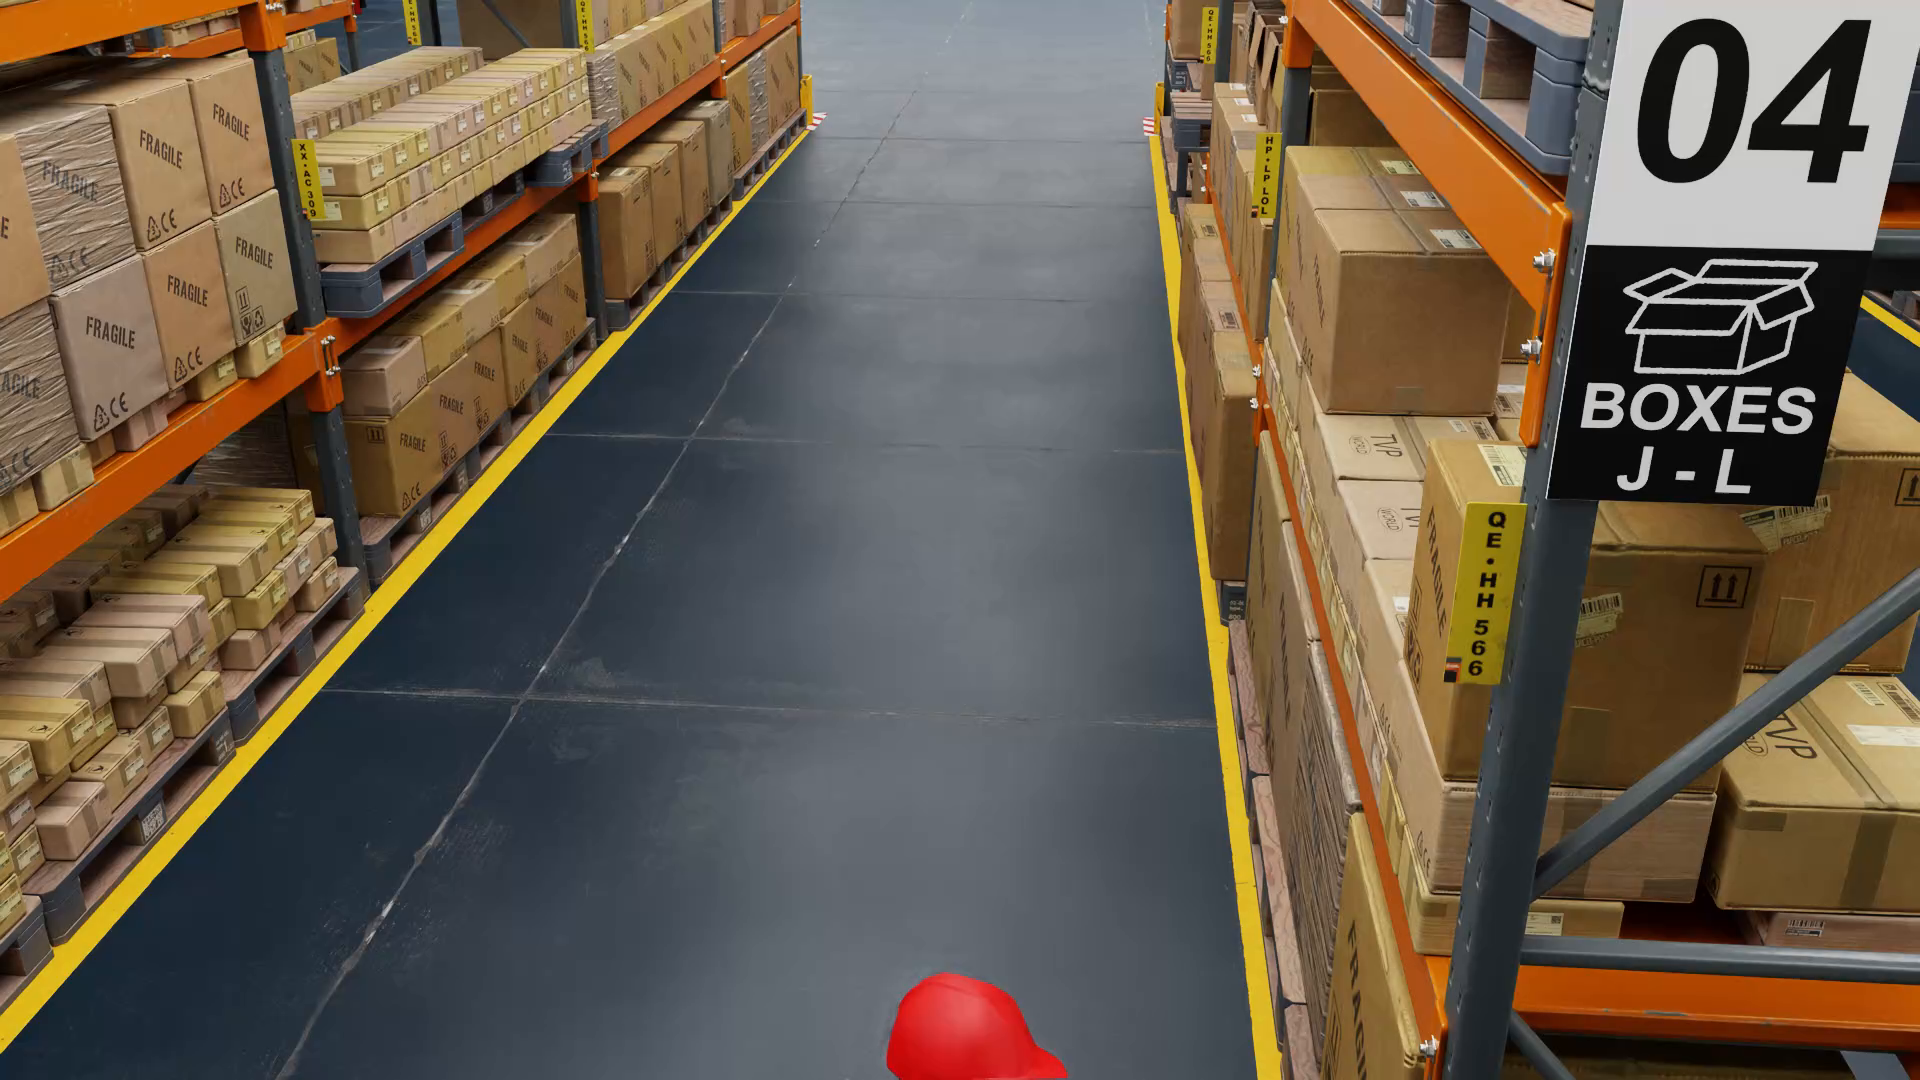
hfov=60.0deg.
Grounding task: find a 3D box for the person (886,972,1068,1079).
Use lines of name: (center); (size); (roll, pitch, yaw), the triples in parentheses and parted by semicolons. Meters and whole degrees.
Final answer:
person: (-0.052, 1.515, 2.708); (0.566, 1.788, 0.599); (0, 24, 0)
